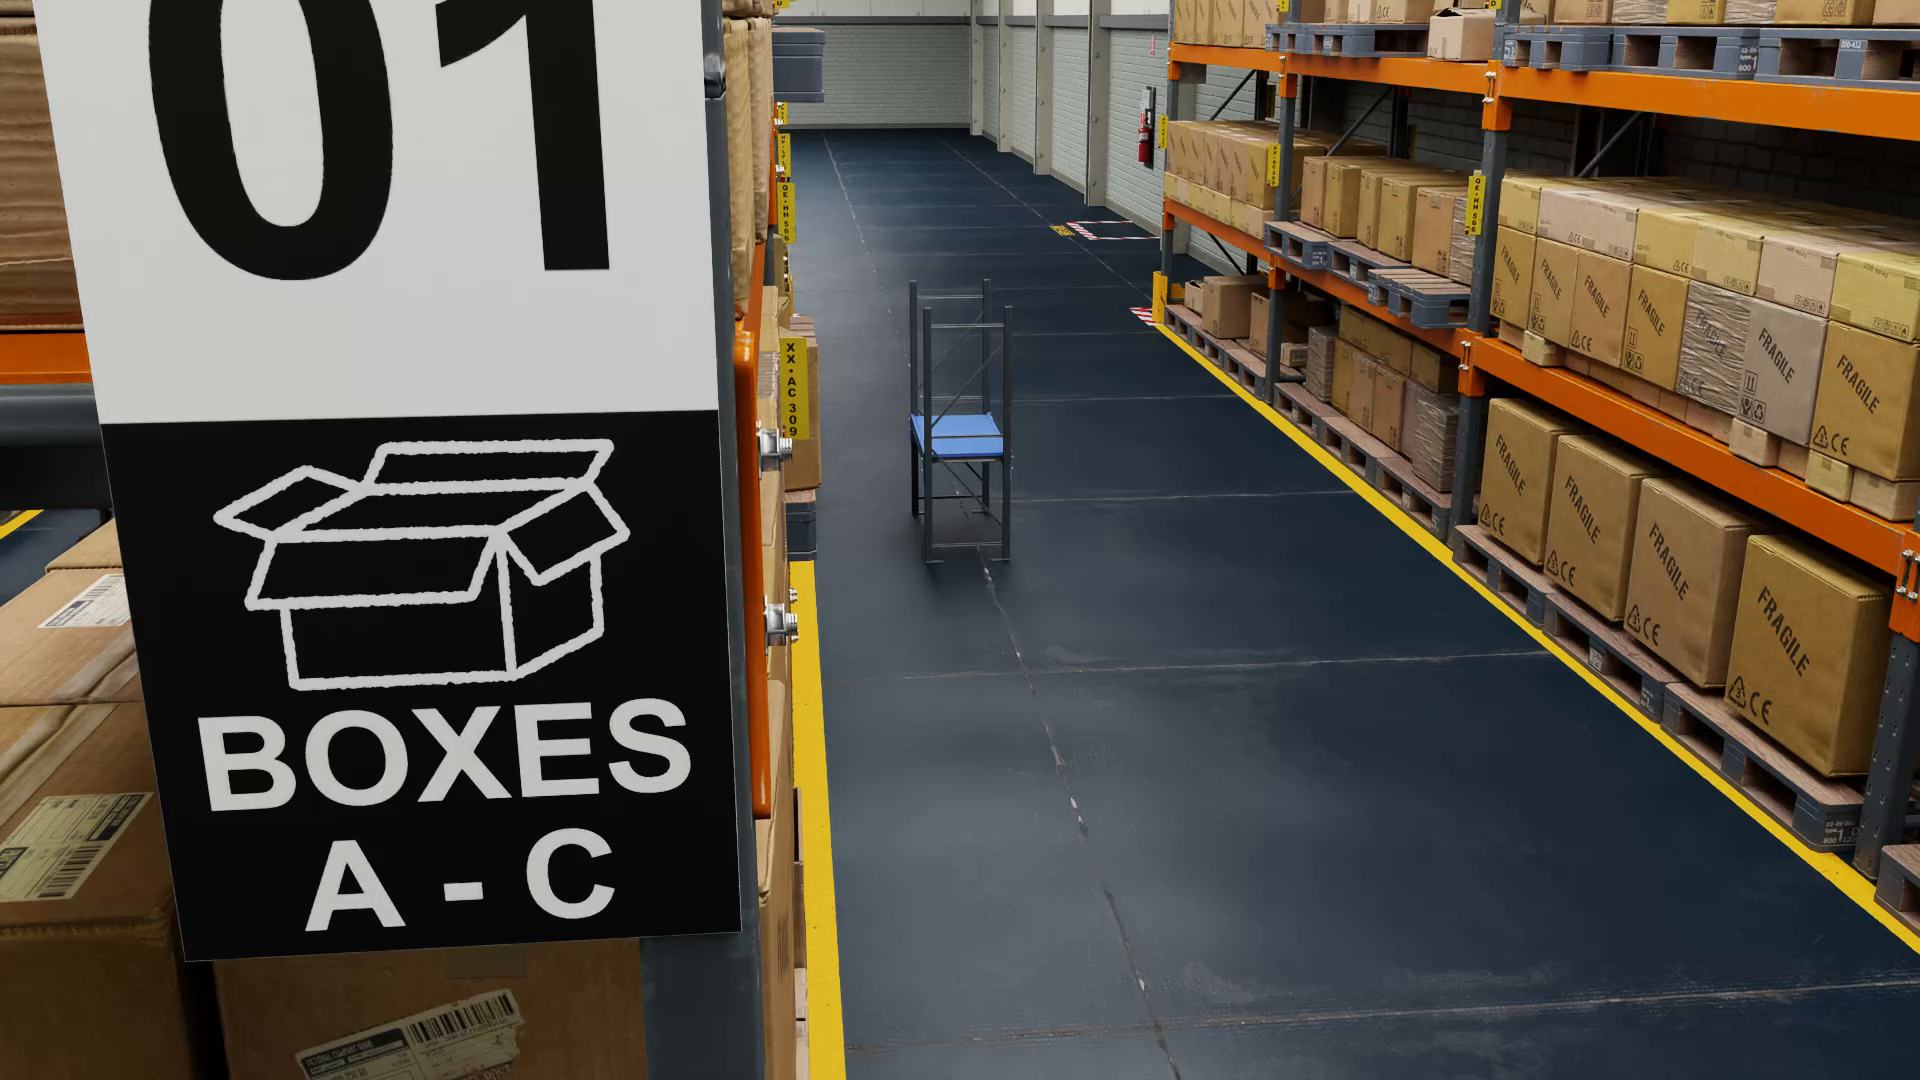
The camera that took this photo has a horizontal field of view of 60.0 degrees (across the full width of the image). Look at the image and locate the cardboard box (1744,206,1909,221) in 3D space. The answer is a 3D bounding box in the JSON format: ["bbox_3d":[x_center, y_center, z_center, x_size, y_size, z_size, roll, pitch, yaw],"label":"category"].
[{"bbox_3d":[3.903,-1.361,7.555,0.500,0.250,0.500,-2,18,-7],"label":"cardboard box"}]

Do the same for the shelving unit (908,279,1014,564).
[{"bbox_3d":[-0.009,-0.741,10.033,0.538,1.500,1.048,-2,18,-6],"label":"shelving unit"}]

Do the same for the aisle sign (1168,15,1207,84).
[{"bbox_3d":[2.315,-5.026,16.838,0.394,0.787,0.004,-2,18,-6],"label":"aisle sign"}]

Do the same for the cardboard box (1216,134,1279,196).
[{"bbox_3d":[2.578,-3.308,14.670,0.500,0.500,0.500,-2,18,-7],"label":"cardboard box"}]

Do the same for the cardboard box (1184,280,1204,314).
[{"bbox_3d":[2.602,-2.492,16.860,0.500,0.311,0.500,-4,18,-12],"label":"cardboard box"}]

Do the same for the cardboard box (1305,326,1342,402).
[{"bbox_3d":[3.126,-1.380,13.005,0.700,0.500,0.500,-1,17,-4],"label":"cardboard box"}]

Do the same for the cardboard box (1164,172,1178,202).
[{"bbox_3d":[2.355,-3.556,16.714,0.500,0.250,0.500,-2,18,-7],"label":"cardboard box"}]

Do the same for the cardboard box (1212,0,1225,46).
[{"bbox_3d":[2.560,-4.680,14.868,0.500,0.500,0.500,-1,17,-2],"label":"cardboard box"}]

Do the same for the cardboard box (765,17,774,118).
[{"bbox_3d":[-0.754,-1.267,4.448,0.500,0.250,0.500,-2,18,-6],"label":"cardboard box"}]

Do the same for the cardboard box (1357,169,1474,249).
[{"bbox_3d":[3.201,-2.325,11.673,0.700,0.500,0.500,1,17,2],"label":"cardboard box"}]

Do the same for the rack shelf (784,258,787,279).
[{"bbox_3d":[-1.687,-1.489,11.112,1.077,0.370,4.000,-2,18,-6],"label":"rack shelf"}]

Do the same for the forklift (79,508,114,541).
[{"bbox_3d":[-4.236,-1.212,9.143,1.130,2.935,3.031,1,17,3],"label":"forklift"}]

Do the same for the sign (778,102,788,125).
[{"bbox_3d":[-1.765,-4.297,16.529,0.100,0.325,0.005,-2,18,-6],"label":"sign"}]

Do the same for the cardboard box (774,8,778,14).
[{"bbox_3d":[-1.683,-4.332,12.858,0.500,0.500,0.500,0,17,-1],"label":"cardboard box"}]

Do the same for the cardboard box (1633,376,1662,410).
[{"bbox_3d":[3.418,-0.718,7.842,0.380,0.149,0.250,-2,18,-5],"label":"cardboard box"}]

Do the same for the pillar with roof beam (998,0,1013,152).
[{"bbox_3d":[-3.204,-13.471,38.064,9.100,9.000,0.400,-2,18,-6],"label":"pillar with roof beam"}]

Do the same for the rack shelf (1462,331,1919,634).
[{"bbox_3d":[3.652,-0.451,7.807,1.077,0.370,4.000,-2,18,-6],"label":"rack shelf"}]

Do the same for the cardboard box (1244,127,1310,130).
[{"bbox_3d":[2.980,-3.631,15.701,0.500,0.500,0.500,-2,18,-7],"label":"cardboard box"}]

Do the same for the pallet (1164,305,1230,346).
[{"bbox_3d":[2.677,-2.177,16.760,1.003,0.211,1.213,-2,18,-6],"label":"pallet"}]

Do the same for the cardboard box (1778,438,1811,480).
[{"bbox_3d":[3.510,-0.333,6.616,0.380,0.149,0.250,-1,17,-4],"label":"cardboard box"}]

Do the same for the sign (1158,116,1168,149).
[{"bbox_3d":[2.081,-4.170,17.006,0.100,0.325,0.005,-2,18,-6],"label":"sign"}]

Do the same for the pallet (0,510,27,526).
[{"bbox_3d":[-6.572,-0.348,10.934,1.003,0.211,1.213,-2,18,-6],"label":"pallet"}]

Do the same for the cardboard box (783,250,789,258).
[{"bbox_3d":[-1.837,-2.418,15.507,0.500,0.500,0.500,-2,18,-6],"label":"cardboard box"}]

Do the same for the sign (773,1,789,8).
[{"bbox_3d":[-0.941,-2.930,8.631,0.100,0.325,0.005,-2,18,-6],"label":"sign"}]

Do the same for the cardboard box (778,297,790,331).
[{"bbox_3d":[-1.029,-0.643,6.350,0.700,0.500,0.500,1,17,3],"label":"cardboard box"}]

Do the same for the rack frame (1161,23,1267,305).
[{"bbox_3d":[2.621,-3.774,17.189,1.000,3.000,0.127,-2,18,-6],"label":"rack frame"}]

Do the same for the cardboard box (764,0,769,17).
[{"bbox_3d":[-0.651,-1.208,3.424,0.500,0.250,0.500,-2,18,-6],"label":"cardboard box"}]

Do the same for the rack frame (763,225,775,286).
[{"bbox_3d":[-1.069,-0.044,5.310,1.000,3.000,0.127,-2,18,-6],"label":"rack frame"}]

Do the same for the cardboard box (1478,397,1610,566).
[{"bbox_3d":[3.391,-0.342,9.145,0.750,0.750,0.750,-2,18,-6],"label":"cardboard box"}]

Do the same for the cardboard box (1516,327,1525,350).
[{"bbox_3d":[3.267,-1.099,9.056,0.380,0.149,0.250,-2,17,-5],"label":"cardboard box"}]

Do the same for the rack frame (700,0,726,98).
[{"bbox_3d":[-0.656,-1.715,0.615,1.000,3.000,0.127,-2,18,-6],"label":"rack frame"}]

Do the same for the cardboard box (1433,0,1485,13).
[{"bbox_3d":[3.404,-3.269,10.369,0.797,0.503,0.637,1,17,2],"label":"cardboard box"}]

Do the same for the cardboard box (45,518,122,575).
[{"bbox_3d":[-1.087,0.194,2.716,0.500,0.500,0.500,-1,17,-4],"label":"cardboard box"}]

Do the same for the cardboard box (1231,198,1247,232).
[{"bbox_3d":[2.640,-2.800,14.306,0.500,0.250,0.500,-2,18,-5],"label":"cardboard box"}]

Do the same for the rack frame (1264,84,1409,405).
[{"bbox_3d":[3.033,-2.582,13.393,1.000,3.000,0.127,-2,18,-6],"label":"rack frame"}]

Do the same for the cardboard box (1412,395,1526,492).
[{"bbox_3d":[3.320,-0.620,10.584,0.700,0.500,0.500,-2,17,-5],"label":"cardboard box"}]

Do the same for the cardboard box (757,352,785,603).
[{"bbox_3d":[-0.652,-0.124,3.727,0.500,0.500,0.500,-2,18,-5],"label":"cardboard box"}]

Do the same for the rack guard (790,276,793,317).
[{"bbox_3d":[-2.309,-2.434,17.095,1.175,0.500,0.348,-2,18,-6],"label":"rack guard"}]

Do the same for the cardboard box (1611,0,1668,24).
[{"bbox_3d":[3.660,-2.780,8.115,0.700,0.500,0.500,-3,18,-9],"label":"cardboard box"}]

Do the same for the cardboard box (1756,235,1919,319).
[{"bbox_3d":[3.513,-1.039,6.530,0.500,0.250,0.500,-1,17,-4],"label":"cardboard box"}]

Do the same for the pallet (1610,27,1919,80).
[{"bbox_3d":[3.683,-2.208,7.509,1.003,0.211,1.213,-1,17,-3],"label":"pallet"}]

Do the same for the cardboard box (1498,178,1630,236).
[{"bbox_3d":[3.239,-1.795,8.939,0.500,0.250,0.500,-1,17,-4],"label":"cardboard box"}]

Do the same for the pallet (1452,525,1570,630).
[{"bbox_3d":[3.452,0.178,9.259,1.003,0.211,1.213,-2,18,-6],"label":"pallet"}]

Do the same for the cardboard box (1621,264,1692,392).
[{"bbox_3d":[3.398,-0.978,7.586,0.500,0.500,0.500,-1,17,-4],"label":"cardboard box"}]

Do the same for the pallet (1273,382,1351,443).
[{"bbox_3d":[3.115,-1.020,13.072,1.003,0.211,1.213,-2,18,-6],"label":"pallet"}]

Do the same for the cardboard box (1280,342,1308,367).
[{"bbox_3d":[2.948,-1.598,14.256,0.380,0.166,0.250,-4,18,-13],"label":"cardboard box"}]
